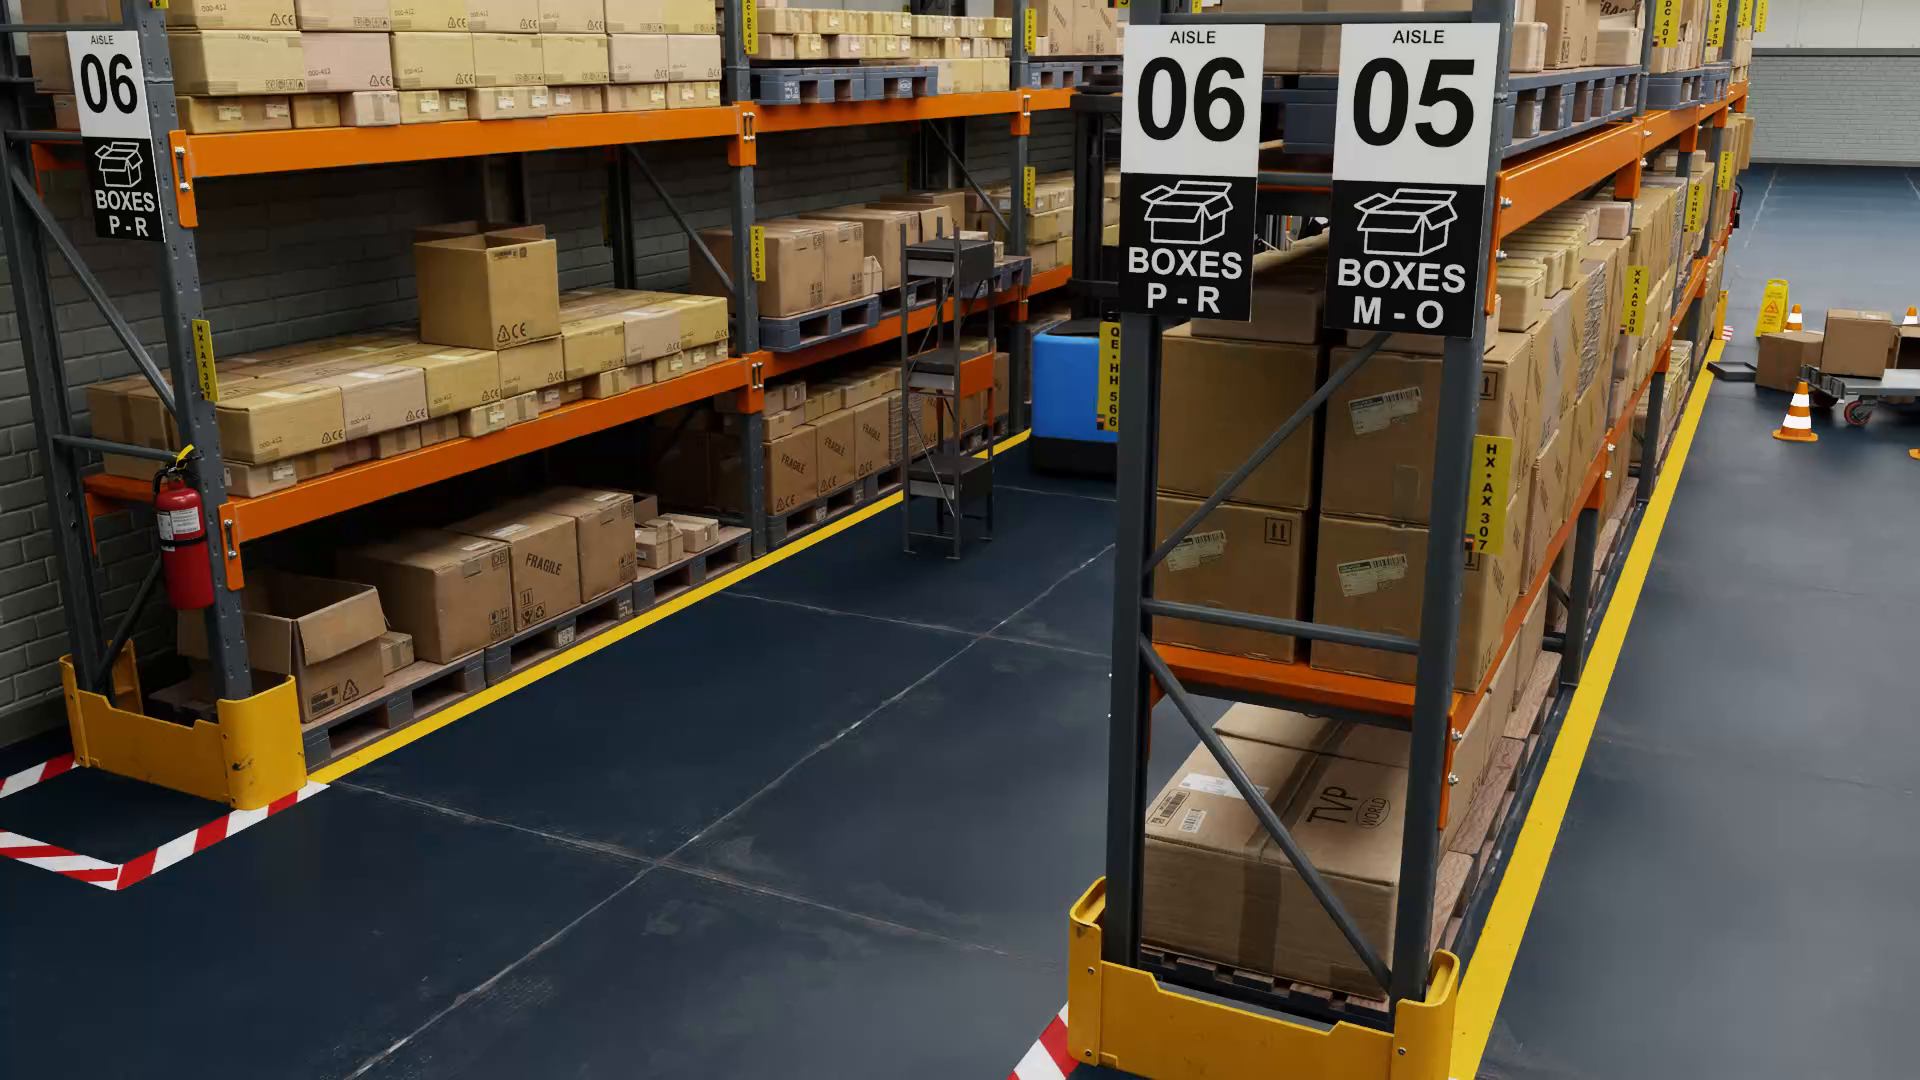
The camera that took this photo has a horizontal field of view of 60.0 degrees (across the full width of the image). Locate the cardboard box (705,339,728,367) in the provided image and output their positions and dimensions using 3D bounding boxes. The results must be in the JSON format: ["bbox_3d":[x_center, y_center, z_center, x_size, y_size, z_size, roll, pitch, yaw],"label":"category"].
[{"bbox_3d":[-1.634,-1.156,10.088,0.380,0.149,0.250,8,18,26],"label":"cardboard box"}]

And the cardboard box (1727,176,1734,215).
[{"bbox_3d":[7.863,-3.706,17.535,0.500,0.500,0.500,8,18,25],"label":"cardboard box"}]

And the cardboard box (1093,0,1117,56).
[{"bbox_3d":[1.066,-4.556,14.739,0.500,0.500,0.500,9,19,27],"label":"cardboard box"}]

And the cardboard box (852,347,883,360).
[{"bbox_3d":[-0.829,-1.434,13.097,0.380,0.149,0.250,7,18,23],"label":"cardboard box"}]

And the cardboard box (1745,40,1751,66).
[{"bbox_3d":[7.646,-4.899,16.722,0.500,0.250,0.500,9,19,27],"label":"cardboard box"}]

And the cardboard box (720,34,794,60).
[{"bbox_3d":[-1.229,-2.982,10.055,0.380,0.149,0.250,8,19,26],"label":"cardboard box"}]

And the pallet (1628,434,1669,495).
[{"bbox_3d":[4.862,-0.640,12.808,1.003,0.211,1.213,8,18,25],"label":"pallet"}]

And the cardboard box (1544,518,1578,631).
[{"bbox_3d":[2.930,-0.110,9.120,0.875,0.875,0.875,9,19,27],"label":"cardboard box"}]

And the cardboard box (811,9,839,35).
[{"bbox_3d":[-0.985,-3.255,10.453,0.380,0.149,0.250,8,18,24],"label":"cardboard box"}]

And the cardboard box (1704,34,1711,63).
[{"bbox_3d":[5.708,-3.939,13.275,0.500,0.250,0.500,8,18,26],"label":"cardboard box"}]

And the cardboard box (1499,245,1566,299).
[{"bbox_3d":[1.936,-0.962,5.924,0.380,0.149,0.250,8,18,26],"label":"cardboard box"}]

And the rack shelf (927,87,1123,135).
[{"bbox_3d":[0.963,-4.011,15.255,1.077,0.370,4.000,8,18,25],"label":"rack shelf"}]

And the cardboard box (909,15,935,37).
[{"bbox_3d":[-0.399,-3.652,11.825,0.380,0.149,0.250,8,18,26],"label":"cardboard box"}]

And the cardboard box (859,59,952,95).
[{"bbox_3d":[-0.390,-3.357,12.054,0.500,0.250,0.500,8,18,25],"label":"cardboard box"}]

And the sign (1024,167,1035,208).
[{"bbox_3d":[0.559,-2.859,13.487,0.100,0.325,0.005,8,18,25],"label":"sign"}]

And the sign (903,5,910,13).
[{"bbox_3d":[-0.423,-4.205,13.597,0.100,0.325,0.005,8,18,25],"label":"sign"}]

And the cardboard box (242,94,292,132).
[{"bbox_3d":[-3.061,-1.810,7.022,0.380,0.149,0.250,8,19,26],"label":"cardboard box"}]

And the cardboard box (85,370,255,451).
[{"bbox_3d":[-3.537,-0.592,7.491,0.500,0.250,0.500,9,19,27],"label":"cardboard box"}]

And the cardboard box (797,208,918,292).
[{"bbox_3d":[-0.719,-2.065,11.796,0.700,0.500,0.500,8,18,25],"label":"cardboard box"}]

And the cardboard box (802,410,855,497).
[{"bbox_3d":[-1.071,-0.624,11.510,0.500,0.500,0.500,8,18,25],"label":"cardboard box"}]

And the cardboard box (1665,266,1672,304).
[{"bbox_3d":[4.297,-1.659,10.726,0.500,0.250,0.500,8,18,24],"label":"cardboard box"}]

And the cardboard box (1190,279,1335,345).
[{"bbox_3d":[0.918,-0.695,5.026,0.380,0.149,0.250,8,18,26],"label":"cardboard box"}]

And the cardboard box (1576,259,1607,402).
[{"bbox_3d":[2.308,-0.872,6.760,0.500,0.500,0.500,8,18,26],"label":"cardboard box"}]

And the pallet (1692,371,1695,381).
[{"bbox_3d":[6.568,-1.636,16.160,1.003,0.211,1.213,8,18,25],"label":"pallet"}]

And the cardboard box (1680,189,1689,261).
[{"bbox_3d":[4.920,-2.255,11.912,0.500,0.500,0.500,8,18,24],"label":"cardboard box"}]

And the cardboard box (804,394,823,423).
[{"bbox_3d":[-1.160,-0.908,11.327,0.380,0.149,0.250,7,18,23],"label":"cardboard box"}]

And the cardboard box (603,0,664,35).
[{"bbox_3d":[-1.947,-2.848,8.940,0.500,0.250,0.500,8,18,24],"label":"cardboard box"}]

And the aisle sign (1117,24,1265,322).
[{"bbox_3d":[0.628,-1.007,4.582,0.394,0.787,0.004,8,18,25],"label":"aisle sign"}]

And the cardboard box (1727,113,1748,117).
[{"bbox_3d":[8.054,-4.327,17.872,0.700,0.500,0.500,8,18,24],"label":"cardboard box"}]

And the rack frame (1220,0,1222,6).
[{"bbox_3d":[3.644,-7.322,19.871,1.000,3.000,0.127,8,18,25],"label":"rack frame"}]

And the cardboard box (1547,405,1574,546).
[{"bbox_3d":[2.062,-0.263,6.466,0.500,0.500,0.500,9,19,27],"label":"cardboard box"}]

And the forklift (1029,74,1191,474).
[{"bbox_3d":[1.519,-2.249,13.450,1.130,2.935,3.031,6,18,20],"label":"forklift"}]

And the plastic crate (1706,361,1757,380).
[{"bbox_3d":[7.734,-1.693,16.583,0.402,0.080,0.583,2,17,6],"label":"plastic crate"}]

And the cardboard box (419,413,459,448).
[{"bbox_3d":[-2.673,-0.566,8.103,0.380,0.149,0.250,8,19,26],"label":"cardboard box"}]

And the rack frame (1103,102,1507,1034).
[{"bbox_3d":[0.937,0.260,4.881,1.000,3.000,0.127,8,18,25],"label":"rack frame"}]

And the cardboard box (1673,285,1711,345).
[{"bbox_3d":[6.804,-2.155,15.787,0.500,0.500,0.500,9,19,28],"label":"cardboard box"}]

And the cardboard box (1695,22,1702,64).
[{"bbox_3d":[4.209,-2.957,9.943,0.396,0.266,0.258,8,18,24],"label":"cardboard box"}]

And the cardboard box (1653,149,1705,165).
[{"bbox_3d":[5.999,-3.176,13.874,0.380,0.149,0.250,8,18,24],"label":"cardboard box"}]

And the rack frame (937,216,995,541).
[{"bbox_3d":[0.035,-1.027,10.793,0.400,2.100,0.015,8,18,25],"label":"rack frame"}]

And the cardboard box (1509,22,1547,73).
[{"bbox_3d":[1.629,-1.555,5.250,0.380,0.149,0.250,9,19,27],"label":"cardboard box"}]

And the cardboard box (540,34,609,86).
[{"bbox_3d":[-2.171,-2.481,8.580,0.500,0.250,0.500,9,19,27],"label":"cardboard box"}]

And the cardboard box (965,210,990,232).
[{"bbox_3d":[0.022,-2.726,14.319,0.500,0.250,0.500,9,19,27],"label":"cardboard box"}]

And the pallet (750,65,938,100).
[{"bbox_3d":[-0.903,-3.159,11.454,1.213,0.211,1.003,8,18,25],"label":"pallet"}]

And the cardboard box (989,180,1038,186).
[{"bbox_3d":[0.492,-3.217,15.273,0.380,0.149,0.250,8,18,24],"label":"cardboard box"}]

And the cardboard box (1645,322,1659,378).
[{"bbox_3d":[3.862,-1.152,9.899,0.500,0.250,0.500,8,18,24],"label":"cardboard box"}]

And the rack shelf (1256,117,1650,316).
[{"bbox_3d":[1.831,-1.343,6.271,1.077,0.370,4.000,8,18,25],"label":"rack shelf"}]

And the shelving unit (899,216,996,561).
[{"bbox_3d":[-0.074,-0.964,10.583,0.431,2.100,0.503,8,18,25],"label":"shelving unit"}]

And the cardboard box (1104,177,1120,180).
[{"bbox_3d":[1.358,-3.342,15.692,0.380,0.149,0.250,8,18,26],"label":"cardboard box"}]

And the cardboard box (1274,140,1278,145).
[{"bbox_3d":[3.590,-4.763,19.954,0.380,0.149,0.250,8,18,25],"label":"cardboard box"}]

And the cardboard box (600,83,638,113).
[{"bbox_3d":[-1.968,-2.387,8.964,0.380,0.149,0.250,8,18,25],"label":"cardboard box"}]

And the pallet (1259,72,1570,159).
[{"bbox_3d":[1.259,-1.326,5.107,1.003,0.211,1.213,8,18,25],"label":"pallet"}]

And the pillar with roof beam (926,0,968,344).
[{"bbox_3d":[3.697,-5.183,12.671,9.100,9.000,0.400,8,18,25],"label":"pillar with roof beam"}]

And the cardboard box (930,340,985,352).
[{"bbox_3d":[-0.019,-1.491,13.289,0.380,0.149,0.250,7,18,23],"label":"cardboard box"}]

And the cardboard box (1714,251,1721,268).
[{"bbox_3d":[7.623,-2.899,17.153,0.380,0.149,0.250,9,19,28],"label":"cardboard box"}]

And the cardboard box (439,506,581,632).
[{"bbox_3d":[-2.405,0.148,8.911,0.500,0.500,0.500,8,19,26],"label":"cardboard box"}]
